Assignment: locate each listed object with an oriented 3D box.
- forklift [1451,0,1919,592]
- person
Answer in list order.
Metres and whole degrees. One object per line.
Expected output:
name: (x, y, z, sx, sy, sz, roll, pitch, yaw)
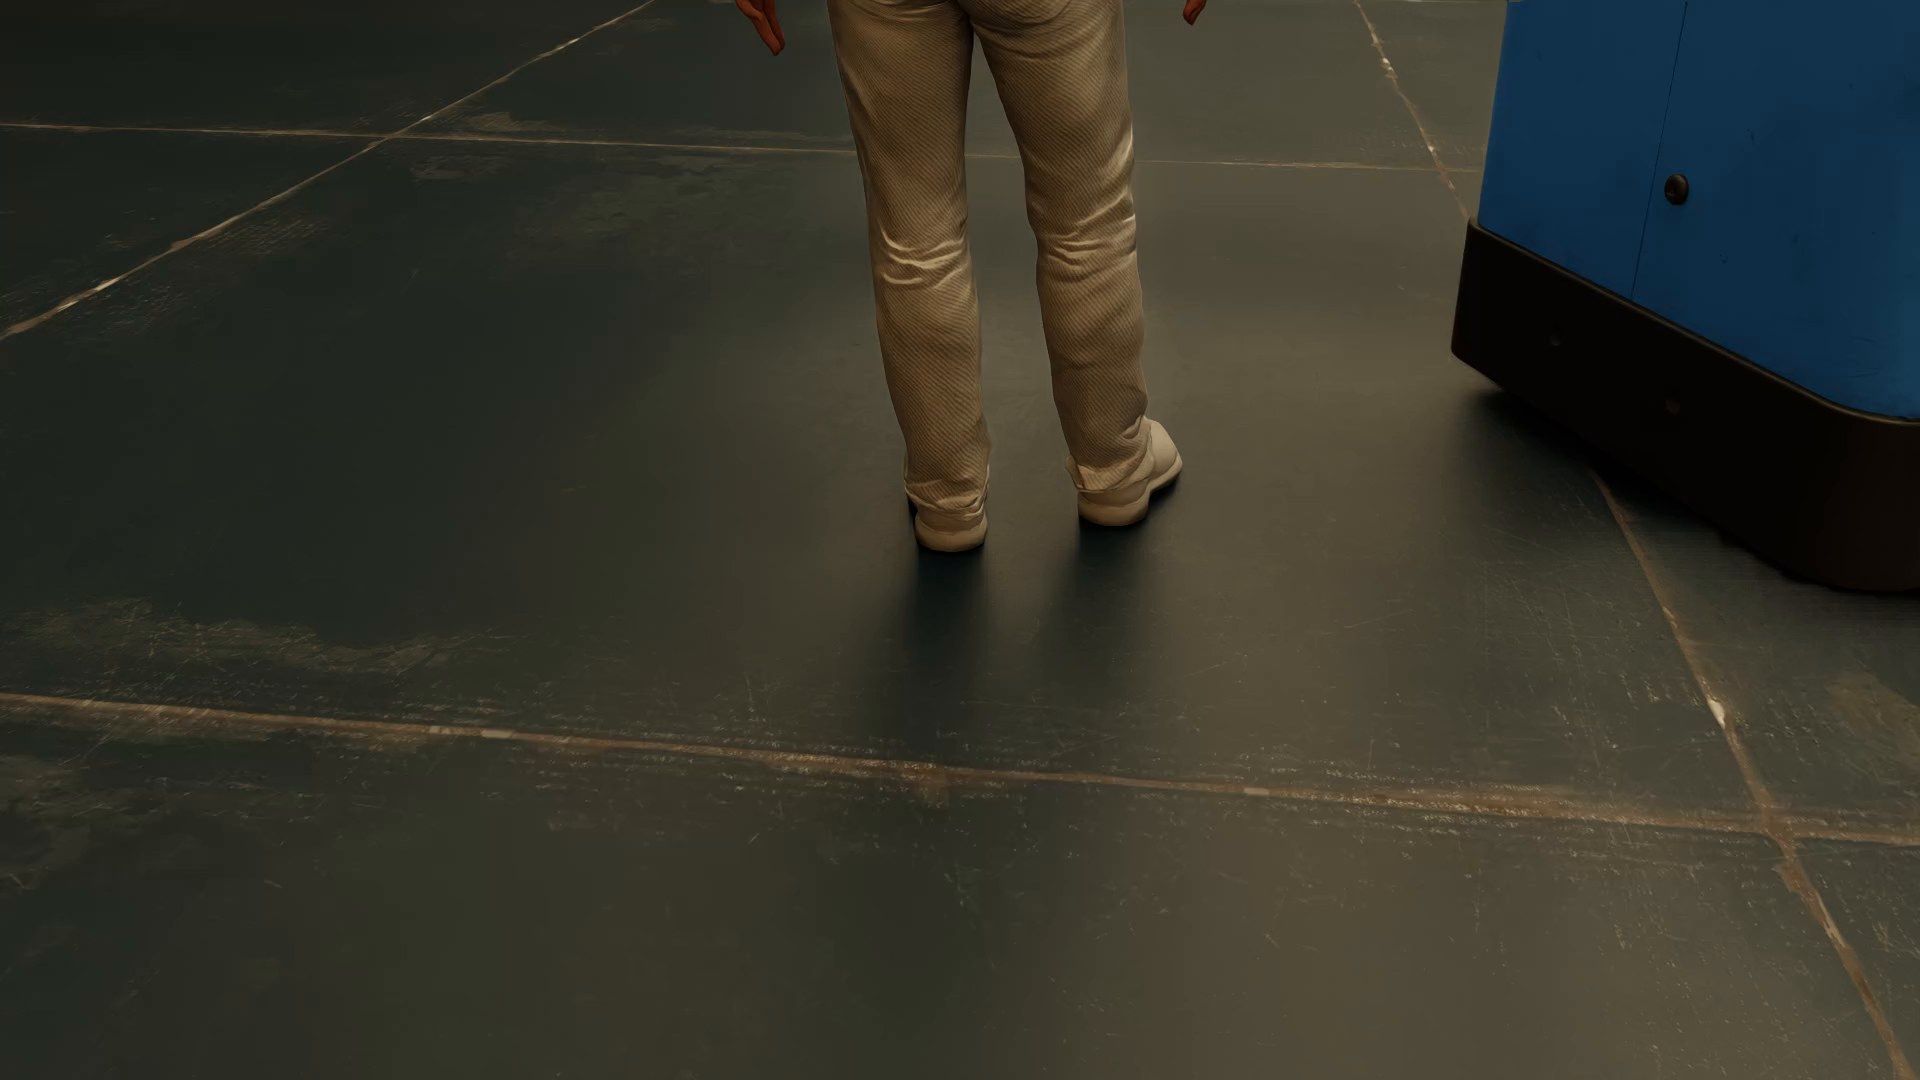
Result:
forklift: (2.468, -1.571, 2.366, 3.031, 2.935, 1.130, -7, 27, -14)
person: (0.015, -0.827, 2.163, 0.666, 1.765, 0.577, 3, 27, 7)
